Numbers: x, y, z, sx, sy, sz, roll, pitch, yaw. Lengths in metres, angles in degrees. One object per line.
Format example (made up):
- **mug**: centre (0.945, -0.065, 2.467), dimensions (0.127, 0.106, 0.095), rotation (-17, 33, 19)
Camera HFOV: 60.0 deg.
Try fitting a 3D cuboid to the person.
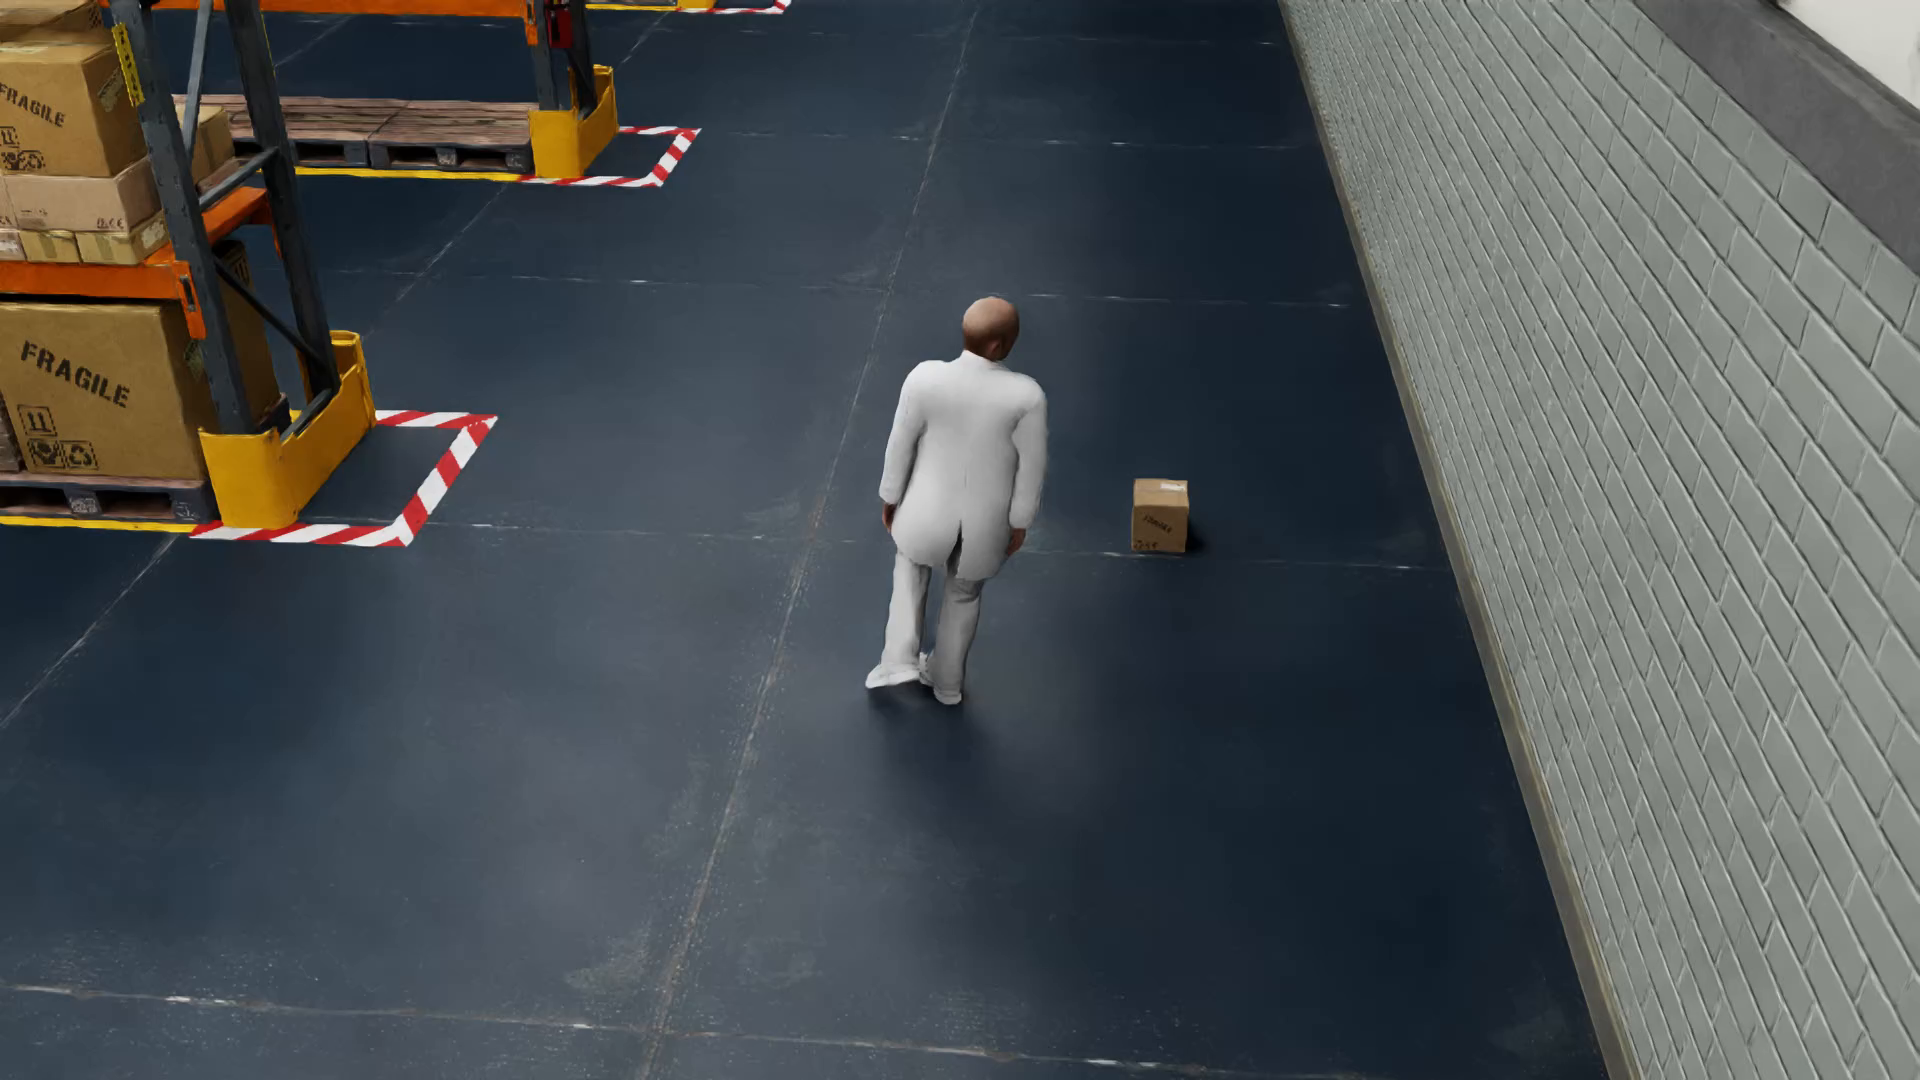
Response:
- **person**: centre (-0.026, -0.125, 6.369), dimensions (0.718, 1.769, 0.477), rotation (1, 32, 1)
